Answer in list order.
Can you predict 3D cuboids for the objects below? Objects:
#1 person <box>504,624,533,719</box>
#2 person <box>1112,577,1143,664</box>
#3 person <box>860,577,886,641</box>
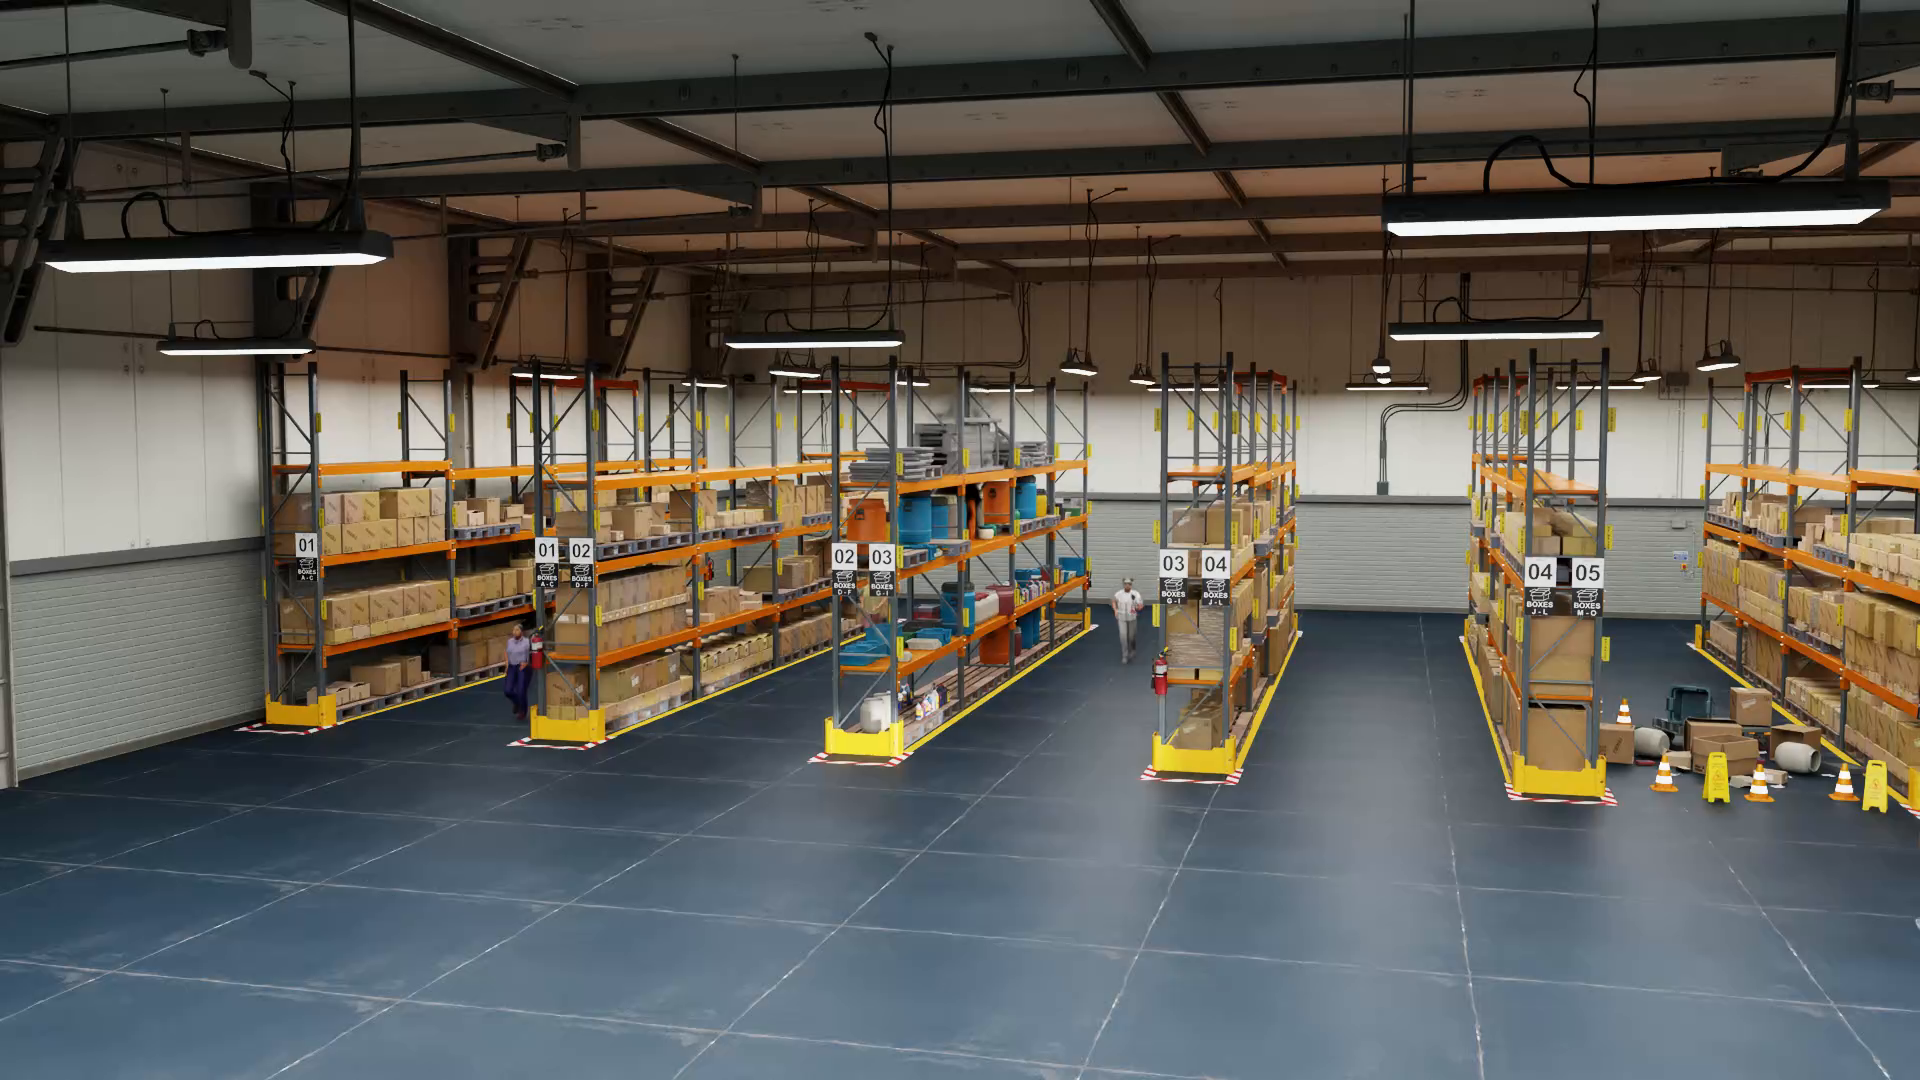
[{"bbox_3d":[-7.458,2.225,28.129,0.618,1.616,0.500,1,4,10],"label":"person"},{"bbox_3d":[3.512,1.664,34.923,0.666,1.794,0.825,1,4,9],"label":"person"},{"bbox_3d":[-1.800,1.509,33.967,0.591,1.675,0.792,1,4,13],"label":"person"}]
